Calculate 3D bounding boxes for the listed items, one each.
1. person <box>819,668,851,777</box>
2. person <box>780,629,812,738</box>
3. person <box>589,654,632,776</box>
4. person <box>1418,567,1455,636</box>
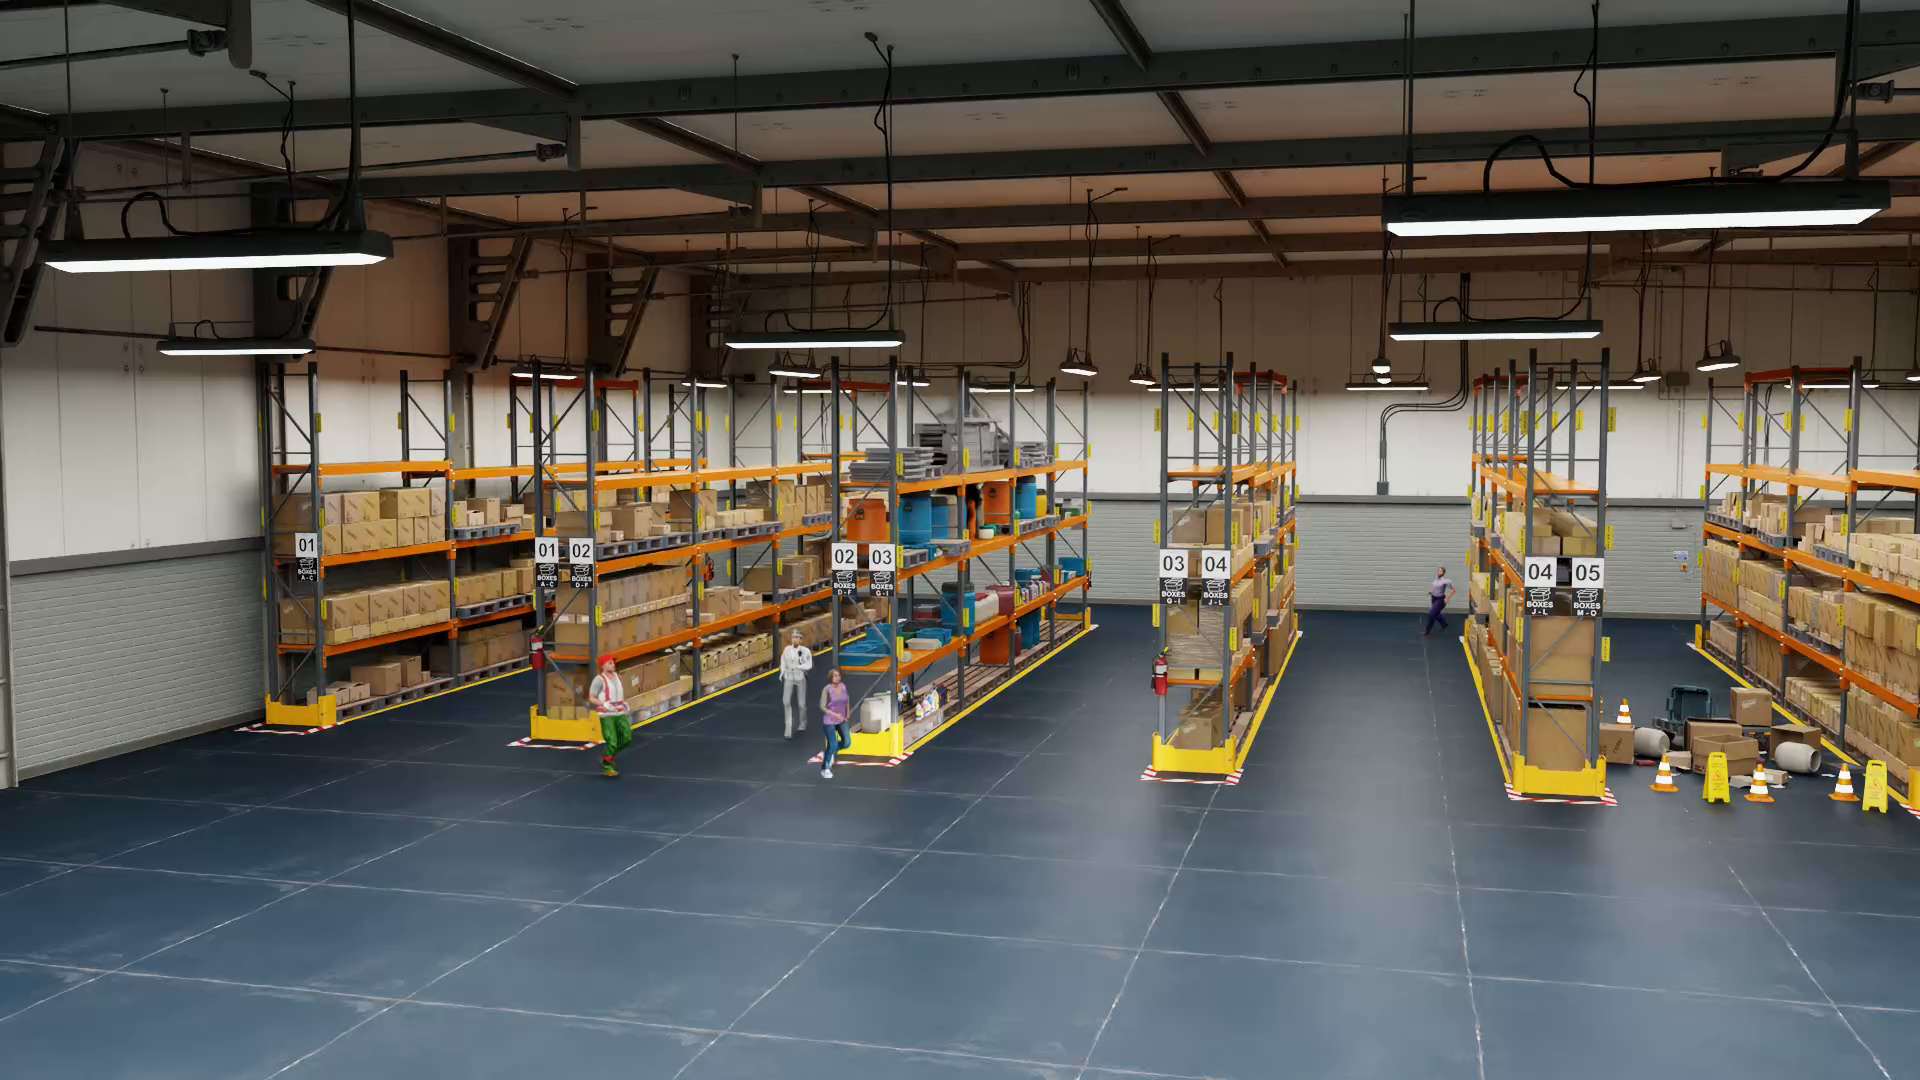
[{"bbox_3d":[-1.728,2.583,23.459,0.575,1.559,0.609,-3,5,-36],"label":"person"},{"bbox_3d":[-2.640,2.288,26.636,0.567,1.749,0.732,0,4,7],"label":"person"},{"bbox_3d":[-4.910,2.474,23.504,0.601,1.740,0.649,3,5,39],"label":"person"},{"bbox_3d":[11.228,1.442,39.031,0.927,1.625,0.692,-1,4,-19],"label":"person"}]
